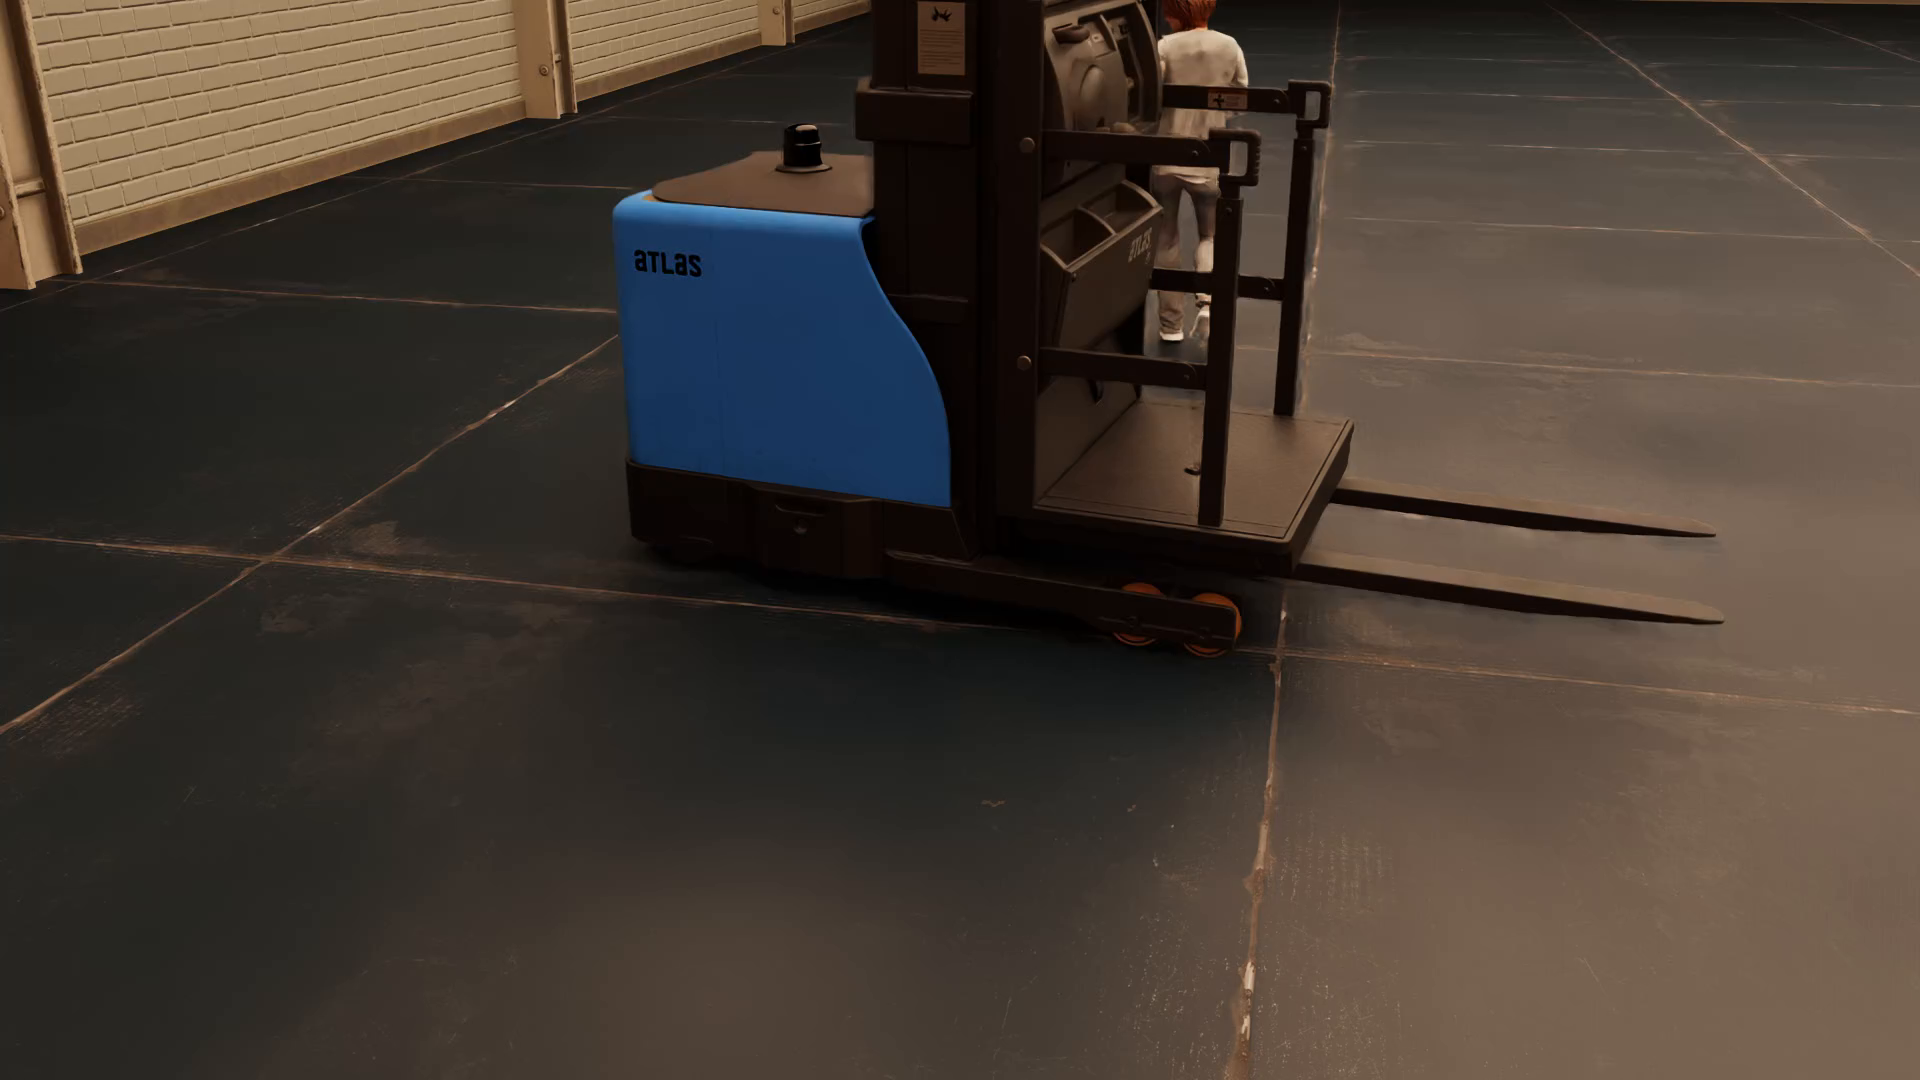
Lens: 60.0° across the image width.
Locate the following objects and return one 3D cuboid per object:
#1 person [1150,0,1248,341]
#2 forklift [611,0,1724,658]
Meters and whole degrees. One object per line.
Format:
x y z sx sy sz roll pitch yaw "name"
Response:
0.913 -1.553 6.940 0.563 1.540 0.580 2 22 6 "person"
0.577 -1.274 4.392 3.031 2.935 1.130 8 24 20 "forklift"
